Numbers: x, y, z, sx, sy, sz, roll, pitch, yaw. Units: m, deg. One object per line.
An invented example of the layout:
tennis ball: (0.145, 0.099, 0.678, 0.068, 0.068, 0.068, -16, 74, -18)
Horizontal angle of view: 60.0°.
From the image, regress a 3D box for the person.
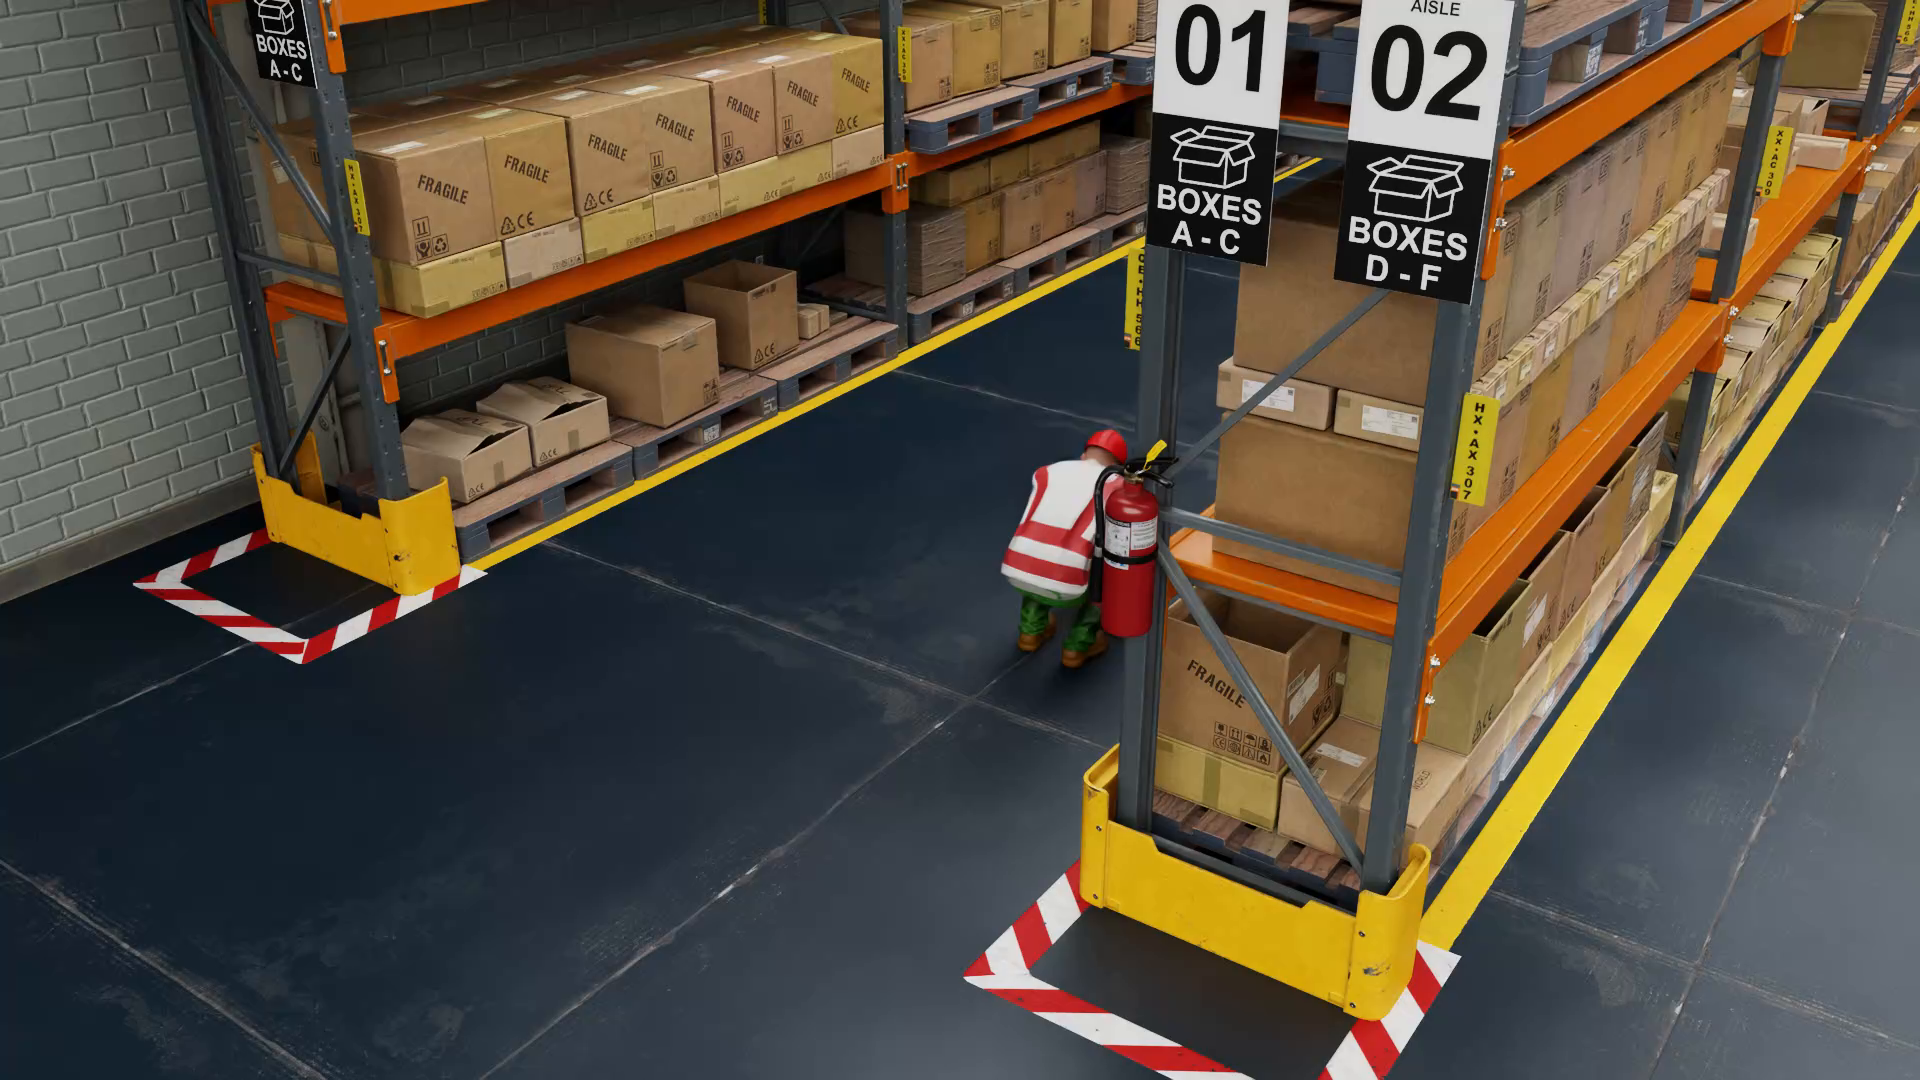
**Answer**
person: (0.518, 0.034, 7.524, 0.568, 0.894, 0.888, 17, 31, 30)
